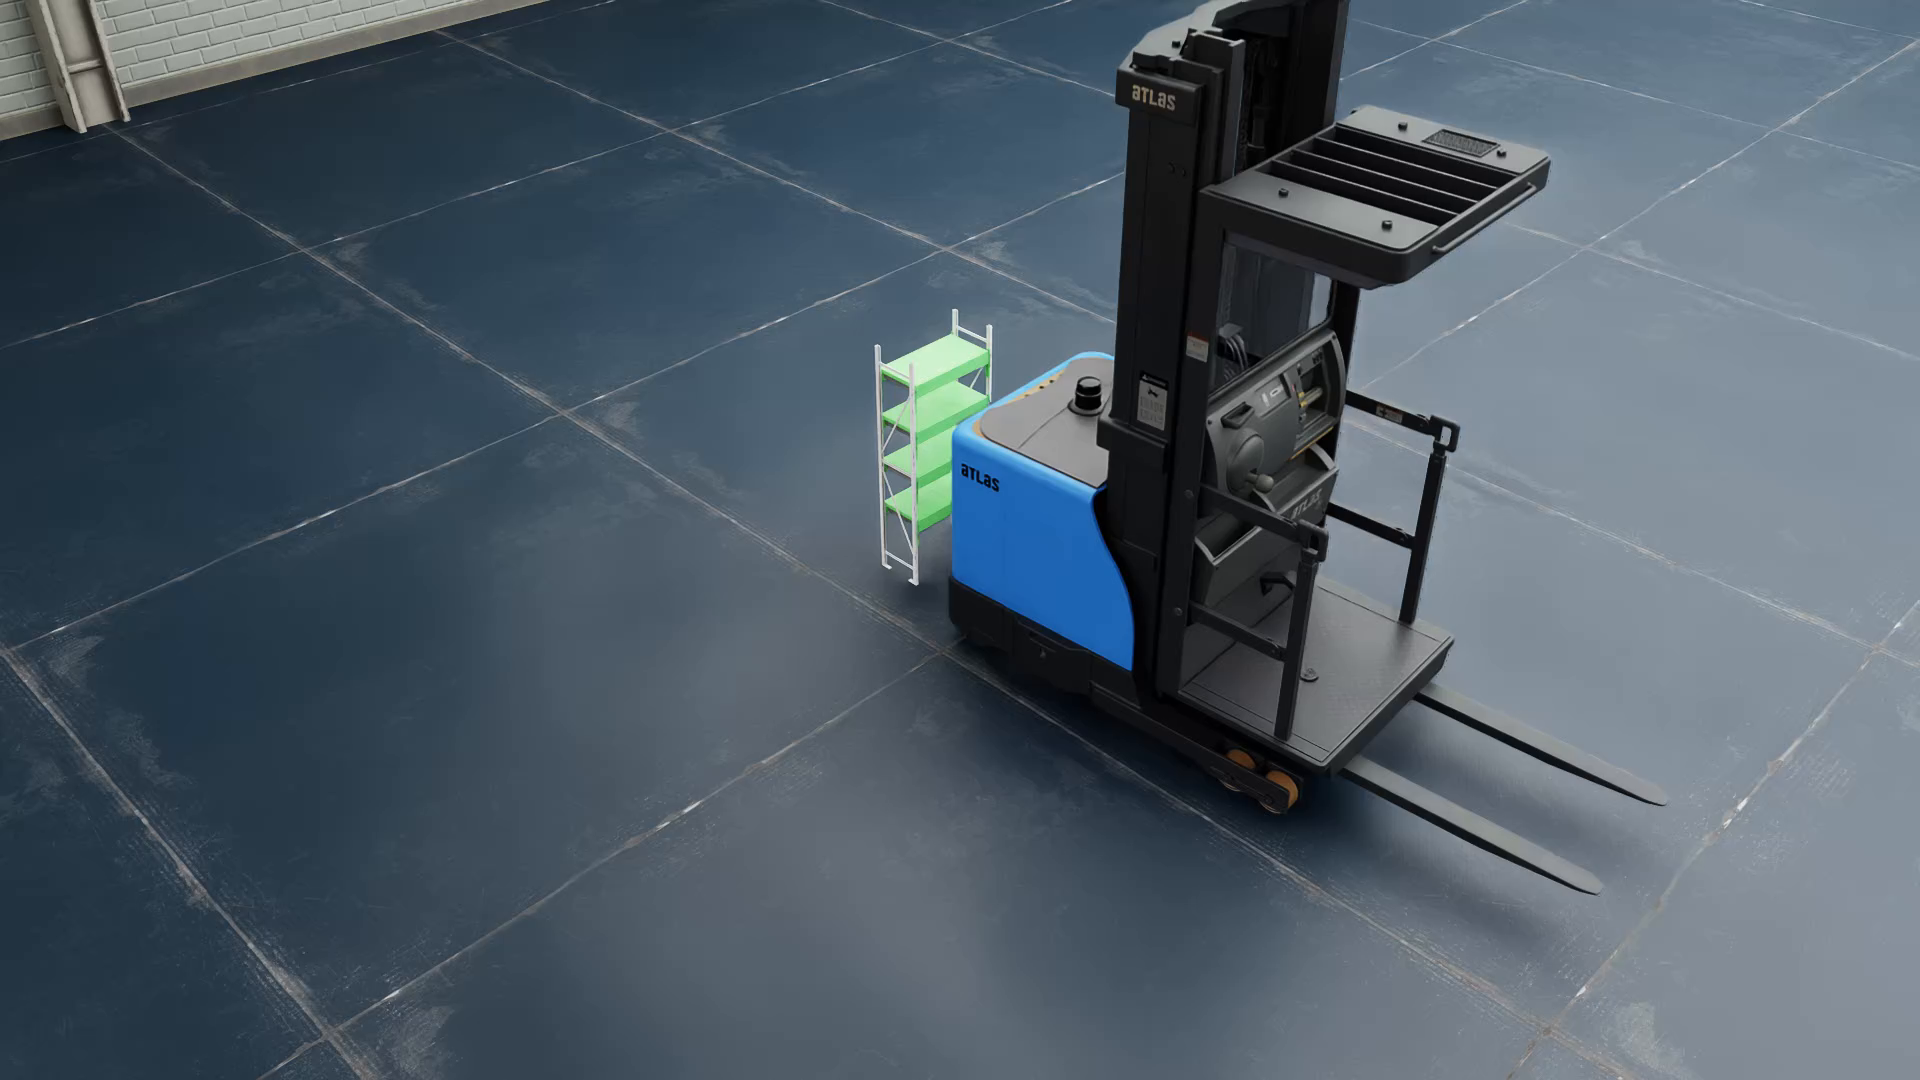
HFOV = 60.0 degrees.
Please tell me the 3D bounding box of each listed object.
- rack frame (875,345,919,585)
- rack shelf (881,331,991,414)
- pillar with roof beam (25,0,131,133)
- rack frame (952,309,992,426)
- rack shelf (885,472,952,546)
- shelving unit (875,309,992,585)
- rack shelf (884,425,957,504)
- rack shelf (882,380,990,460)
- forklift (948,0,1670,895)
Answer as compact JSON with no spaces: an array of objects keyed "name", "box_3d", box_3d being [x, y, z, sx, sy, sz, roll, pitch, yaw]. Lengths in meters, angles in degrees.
[{"name":"rack frame","box_3d":[-0.289,-0.326,7.668,0.240,1.200,0.015,30,45,35]},{"name":"rack shelf","box_3d":[-0.117,-0.766,7.572,0.258,0.148,0.480,30,45,35]},{"name":"pillar with roof beam","box_3d":[-3.641,-5.205,7.847,9.100,9.000,0.400,30,45,35]},{"name":"rack frame","box_3d":[0.055,-0.524,7.952,0.240,1.200,0.015,30,45,35]},{"name":"rack shelf","box_3d":[-0.117,-0.176,7.984,0.258,0.148,0.480,30,45,35]},{"name":"shelving unit","box_3d":[-0.117,-0.425,7.810,0.258,1.200,0.503,30,45,35]},{"name":"rack shelf","box_3d":[-0.117,-0.373,7.847,0.258,0.148,0.480,30,45,35]},{"name":"rack shelf","box_3d":[-0.117,-0.569,7.710,0.258,0.148,0.480,30,45,35]},{"name":"forklift","box_3d":[1.389,-0.448,6.331,3.031,2.935,1.130,27,43,33]}]
